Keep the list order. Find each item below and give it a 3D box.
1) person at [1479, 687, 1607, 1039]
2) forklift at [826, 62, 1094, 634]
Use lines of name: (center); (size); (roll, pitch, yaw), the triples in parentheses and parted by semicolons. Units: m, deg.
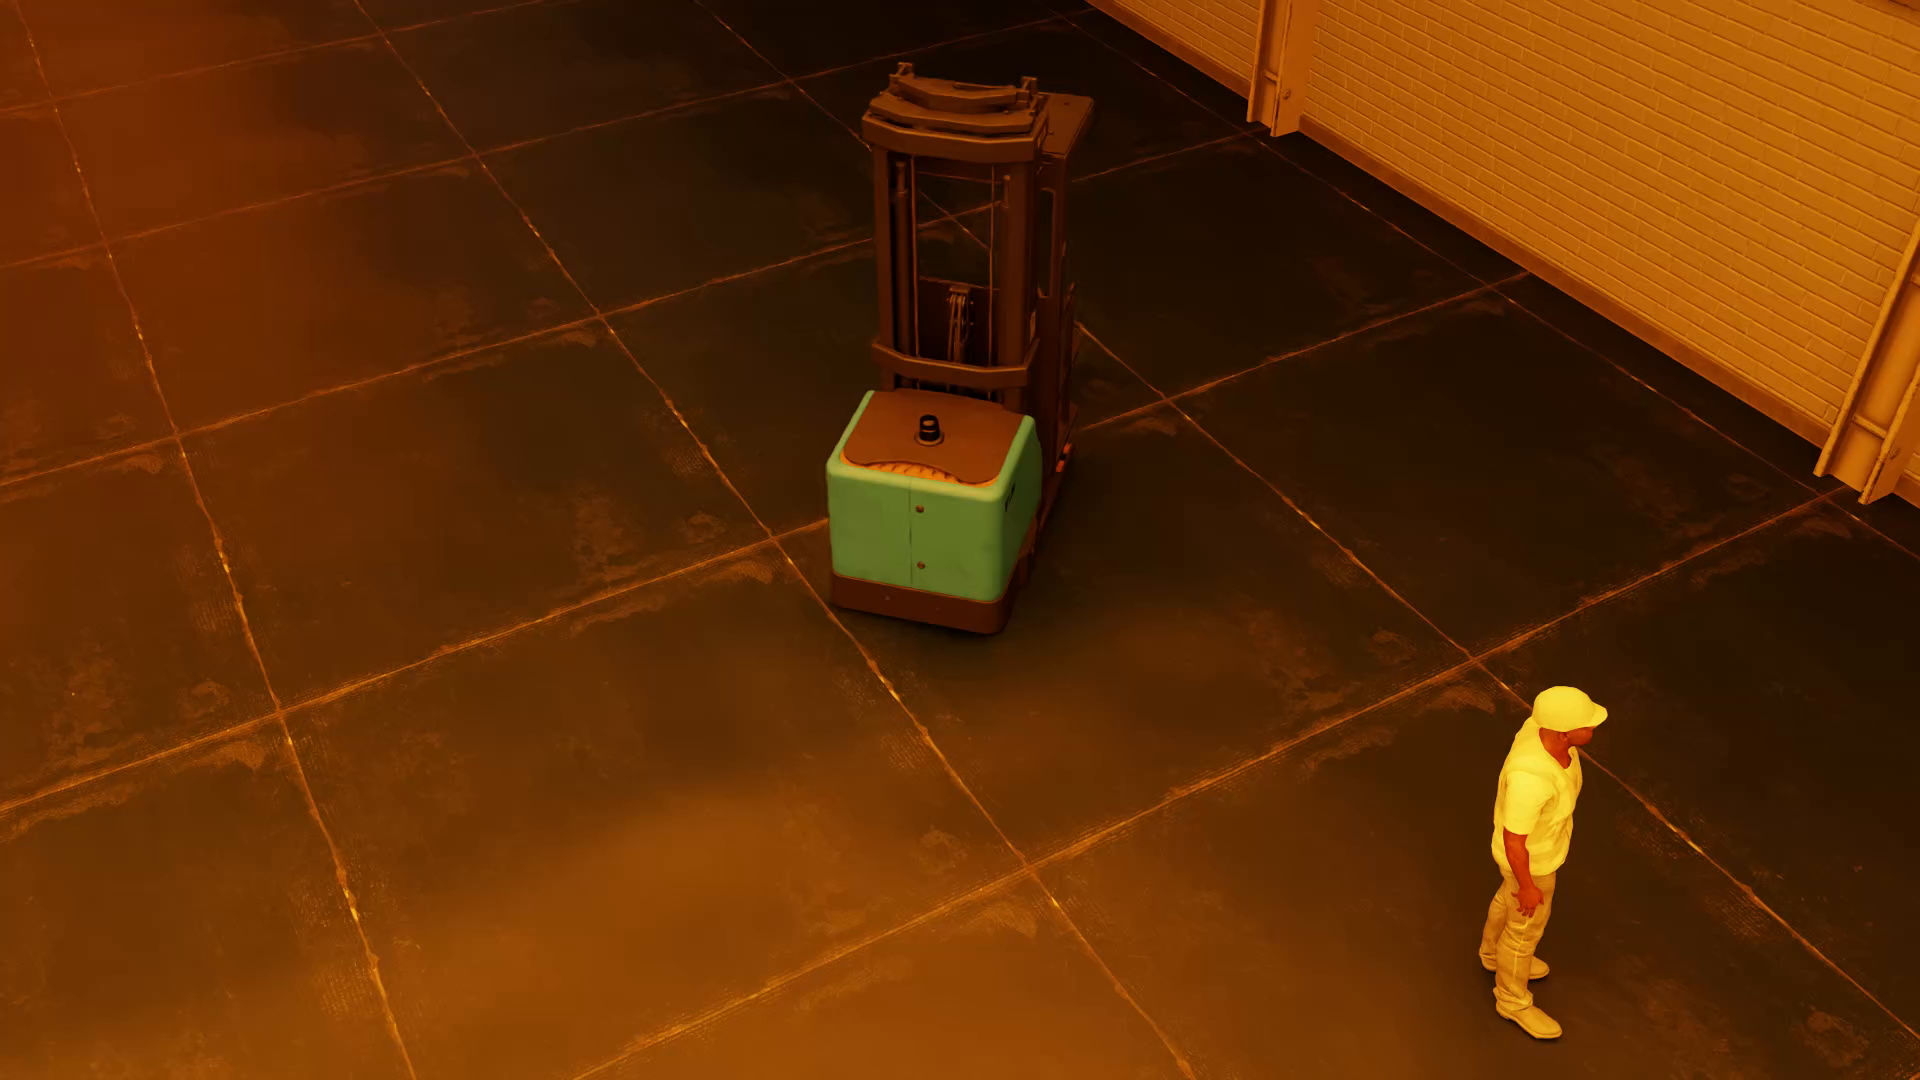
person: (2.588, 1.360, 7.298); (0.576, 1.767, 0.665); (17, 43, 19)
forklift: (0.127, -1.537, 9.889); (1.130, 2.935, 3.031); (10, 41, 12)
